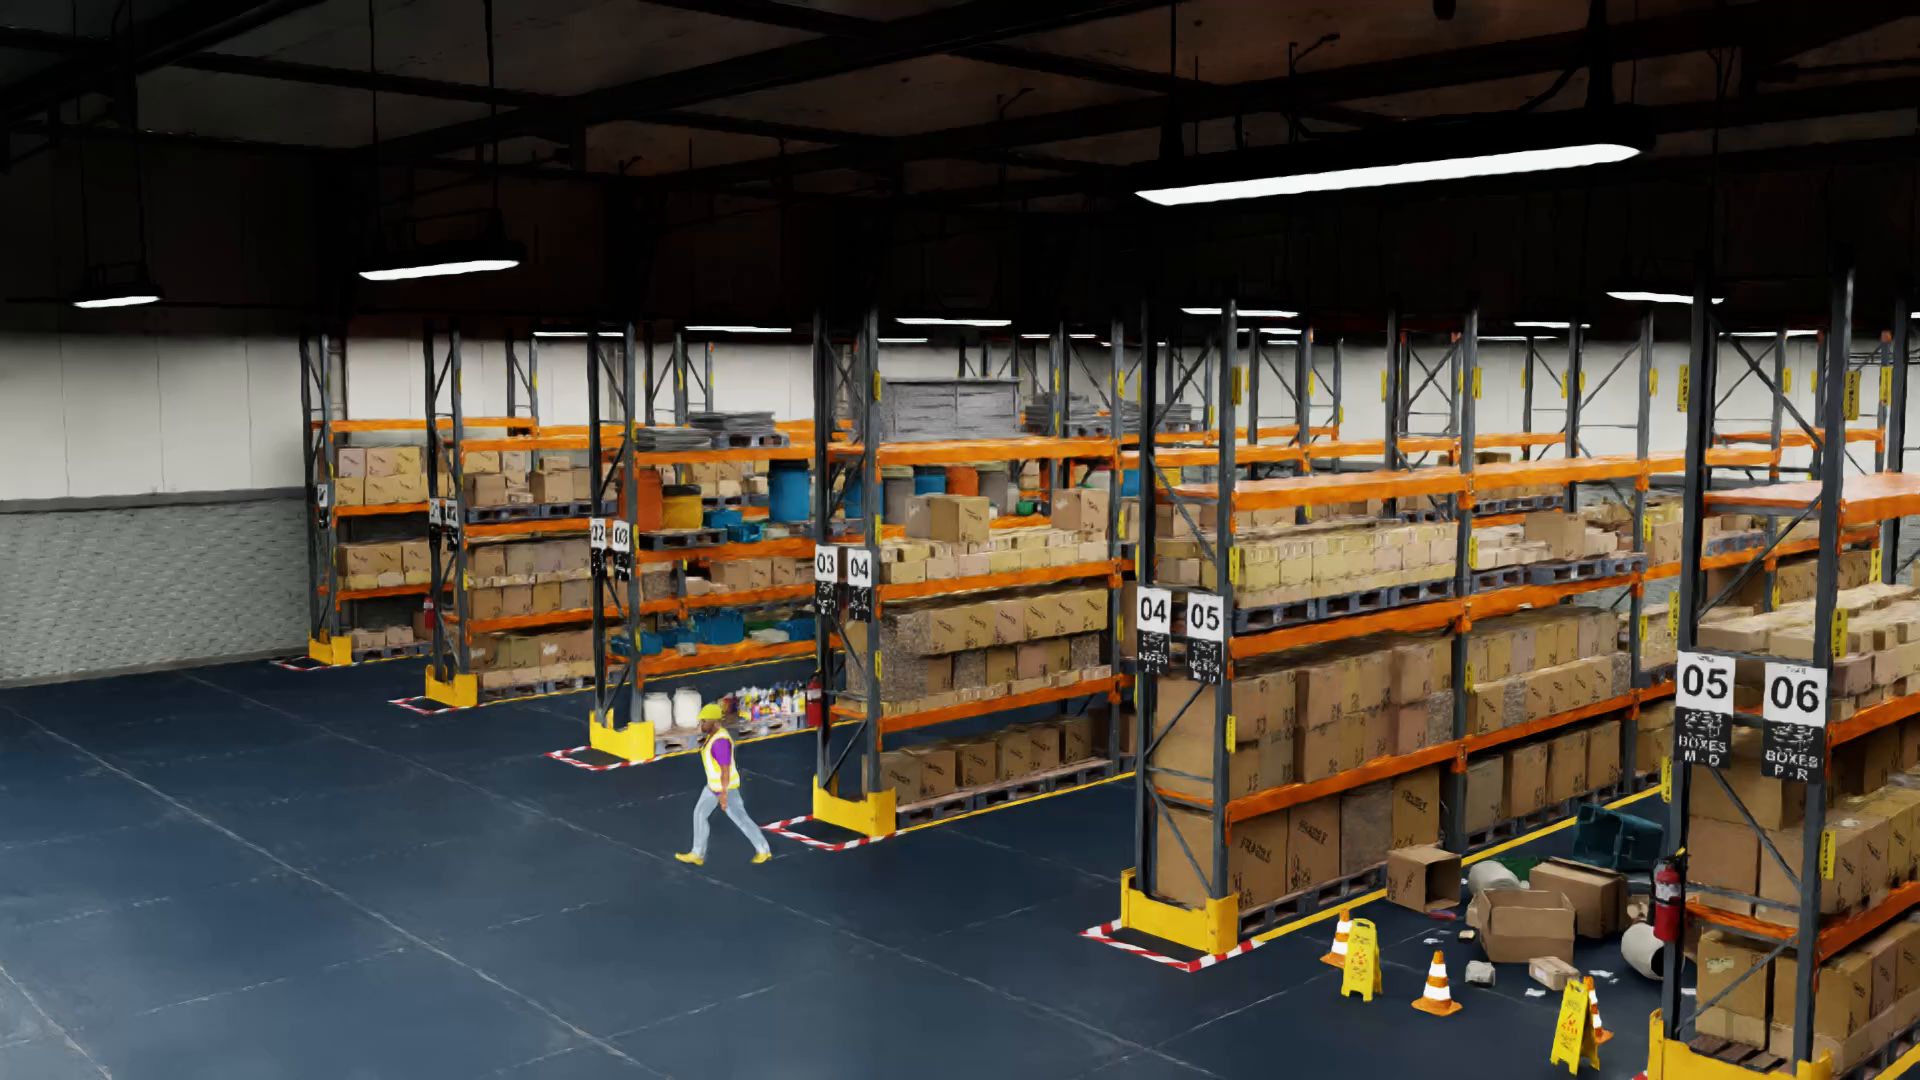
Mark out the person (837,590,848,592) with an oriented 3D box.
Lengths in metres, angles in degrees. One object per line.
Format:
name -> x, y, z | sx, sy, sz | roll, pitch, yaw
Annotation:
person -> -2.508, 0.855, 34.695 | 1.019, 1.612, 0.458 | -6, 8, -44

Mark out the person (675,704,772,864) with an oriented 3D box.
person -> -2.483, 2.566, 17.417 | 0.972, 1.715, 0.617 | -2, 6, -21

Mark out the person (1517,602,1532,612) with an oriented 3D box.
person -> 8.720, 1.738, 25.591 | 0.578, 1.714, 0.719 | -6, 8, -44
